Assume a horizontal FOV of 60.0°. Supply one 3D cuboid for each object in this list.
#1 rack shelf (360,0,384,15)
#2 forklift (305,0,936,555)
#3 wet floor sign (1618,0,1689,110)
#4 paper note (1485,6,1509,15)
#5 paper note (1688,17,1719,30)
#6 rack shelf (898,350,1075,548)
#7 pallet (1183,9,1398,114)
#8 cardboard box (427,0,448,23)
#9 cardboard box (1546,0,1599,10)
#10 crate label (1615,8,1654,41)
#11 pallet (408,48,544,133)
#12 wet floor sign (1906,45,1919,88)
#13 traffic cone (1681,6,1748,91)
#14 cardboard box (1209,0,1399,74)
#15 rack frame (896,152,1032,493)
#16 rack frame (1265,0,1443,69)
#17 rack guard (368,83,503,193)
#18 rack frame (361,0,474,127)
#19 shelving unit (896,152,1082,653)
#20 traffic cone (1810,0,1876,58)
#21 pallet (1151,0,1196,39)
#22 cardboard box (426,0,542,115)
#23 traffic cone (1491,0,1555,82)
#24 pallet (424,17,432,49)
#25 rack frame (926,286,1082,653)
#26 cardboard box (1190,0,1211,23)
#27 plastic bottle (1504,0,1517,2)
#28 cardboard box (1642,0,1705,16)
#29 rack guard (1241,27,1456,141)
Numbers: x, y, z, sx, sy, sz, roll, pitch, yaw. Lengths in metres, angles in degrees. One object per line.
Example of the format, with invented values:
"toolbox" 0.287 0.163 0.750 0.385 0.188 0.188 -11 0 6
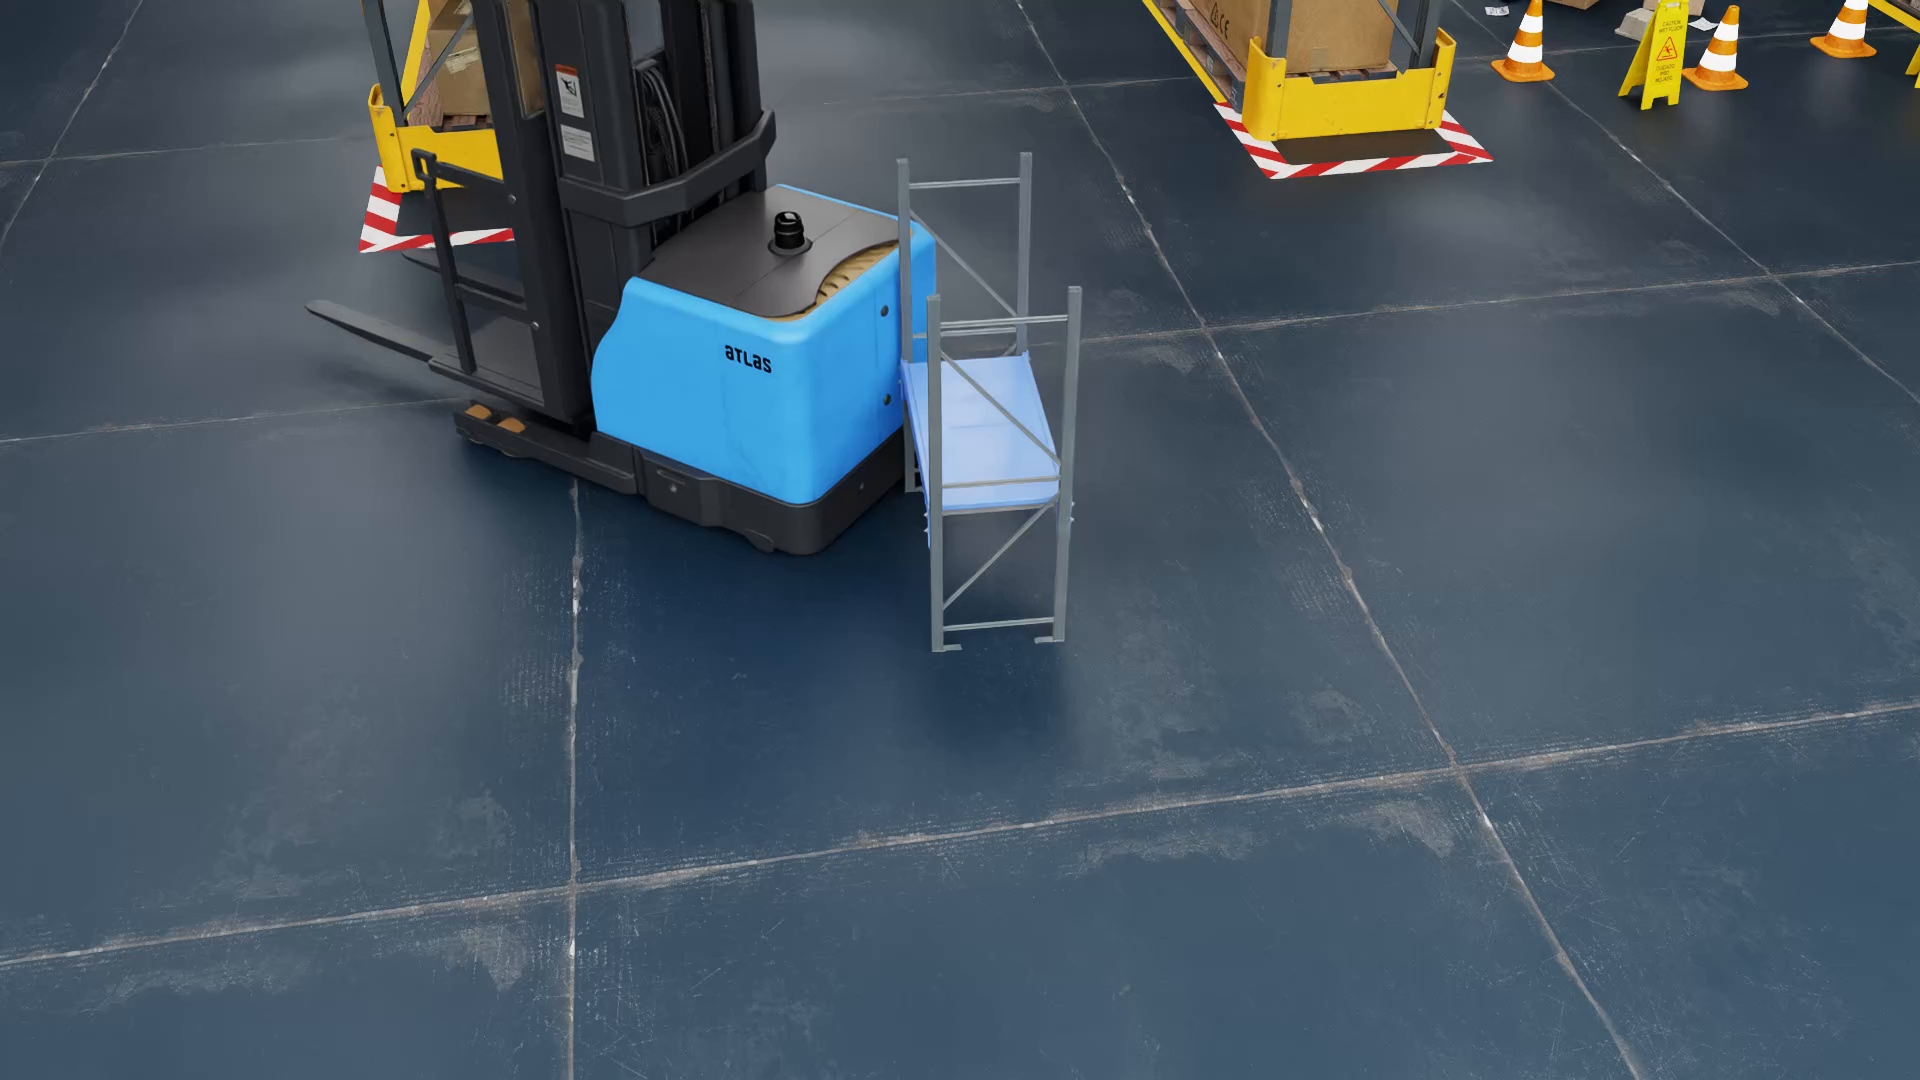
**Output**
"rack shelf" -2.972 -4.151 10.235 1.077 0.370 4.000 -6 38 -8
"forklift" -1.610 -1.773 6.644 3.031 2.935 1.130 20 42 24
"wet floor sign" 4.234 -2.966 10.041 0.267 0.644 0.232 -13 40 -16
"paper note" 3.683 -3.631 11.401 0.144 0.017 0.142 6 38 8
"paper note" 5.009 -3.478 11.202 0.148 0.019 0.142 -20 42 -23
"rack shelf" 0.080 -0.365 6.291 0.538 0.185 1.000 -4 38 -6
"pallet" 2.062 -3.073 10.534 1.003 0.211 1.213 -6 38 -8
"cardboard box" -2.853 -3.143 10.045 0.500 0.500 0.500 3 38 4
"cardboard box" 4.334 -4.096 11.612 0.637 0.503 0.797 27 45 30
"crate label" 4.557 -3.427 11.050 0.250 0.136 0.298 -27 45 -31
"pallet" -2.743 -2.667 10.010 1.003 0.211 1.213 -6 38 -8
"wet floor sign" 6.115 -3.134 10.258 0.267 0.644 0.232 6 38 8
"traffic cone" 4.756 -3.088 10.347 0.336 0.463 0.334 -6 38 -8
"cardboard box" 2.095 -3.429 10.109 0.875 0.875 0.875 -6 38 -8
"rack frame" 0.017 -0.817 6.579 0.500 1.500 0.032 -4 38 -6
"rack frame" 2.279 -3.700 9.067 1.000 3.000 0.127 -6 38 -8
"rack guard" -2.635 -2.286 9.285 1.175 0.500 0.348 -6 38 -8
"rack frame" -2.622 -3.227 8.459 1.000 3.000 0.127 -6 38 -8
"shelving unit" 0.080 -0.507 6.181 0.538 1.500 1.048 -4 38 -6
"traffic cone" 5.789 -3.413 10.765 0.336 0.463 0.334 -6 38 -8
"pallet" 1.851 -3.809 11.480 1.003 0.211 1.213 -6 38 -8
"cardboard box" -2.715 -2.785 9.585 0.500 0.500 0.500 0 38 1
"traffic cone" 3.584 -3.172 10.455 0.336 0.463 0.334 -6 38 -8
"pallet" -2.953 -3.402 10.957 1.003 0.211 1.213 -6 38 -8
"rack frame" 0.143 -0.198 5.782 0.500 1.500 0.032 -4 38 -6
"cardboard box" 1.939 -3.960 10.792 0.875 0.875 0.875 -7 38 -9
"plastic bottle" 3.790 -3.848 11.653 0.133 0.061 0.283 -20 42 -23
"cardboard box" 4.916 -3.742 11.445 0.380 0.149 0.250 13 40 16
"rack guard" 2.283 -2.698 9.816 1.175 0.500 0.348 -6 38 -8
